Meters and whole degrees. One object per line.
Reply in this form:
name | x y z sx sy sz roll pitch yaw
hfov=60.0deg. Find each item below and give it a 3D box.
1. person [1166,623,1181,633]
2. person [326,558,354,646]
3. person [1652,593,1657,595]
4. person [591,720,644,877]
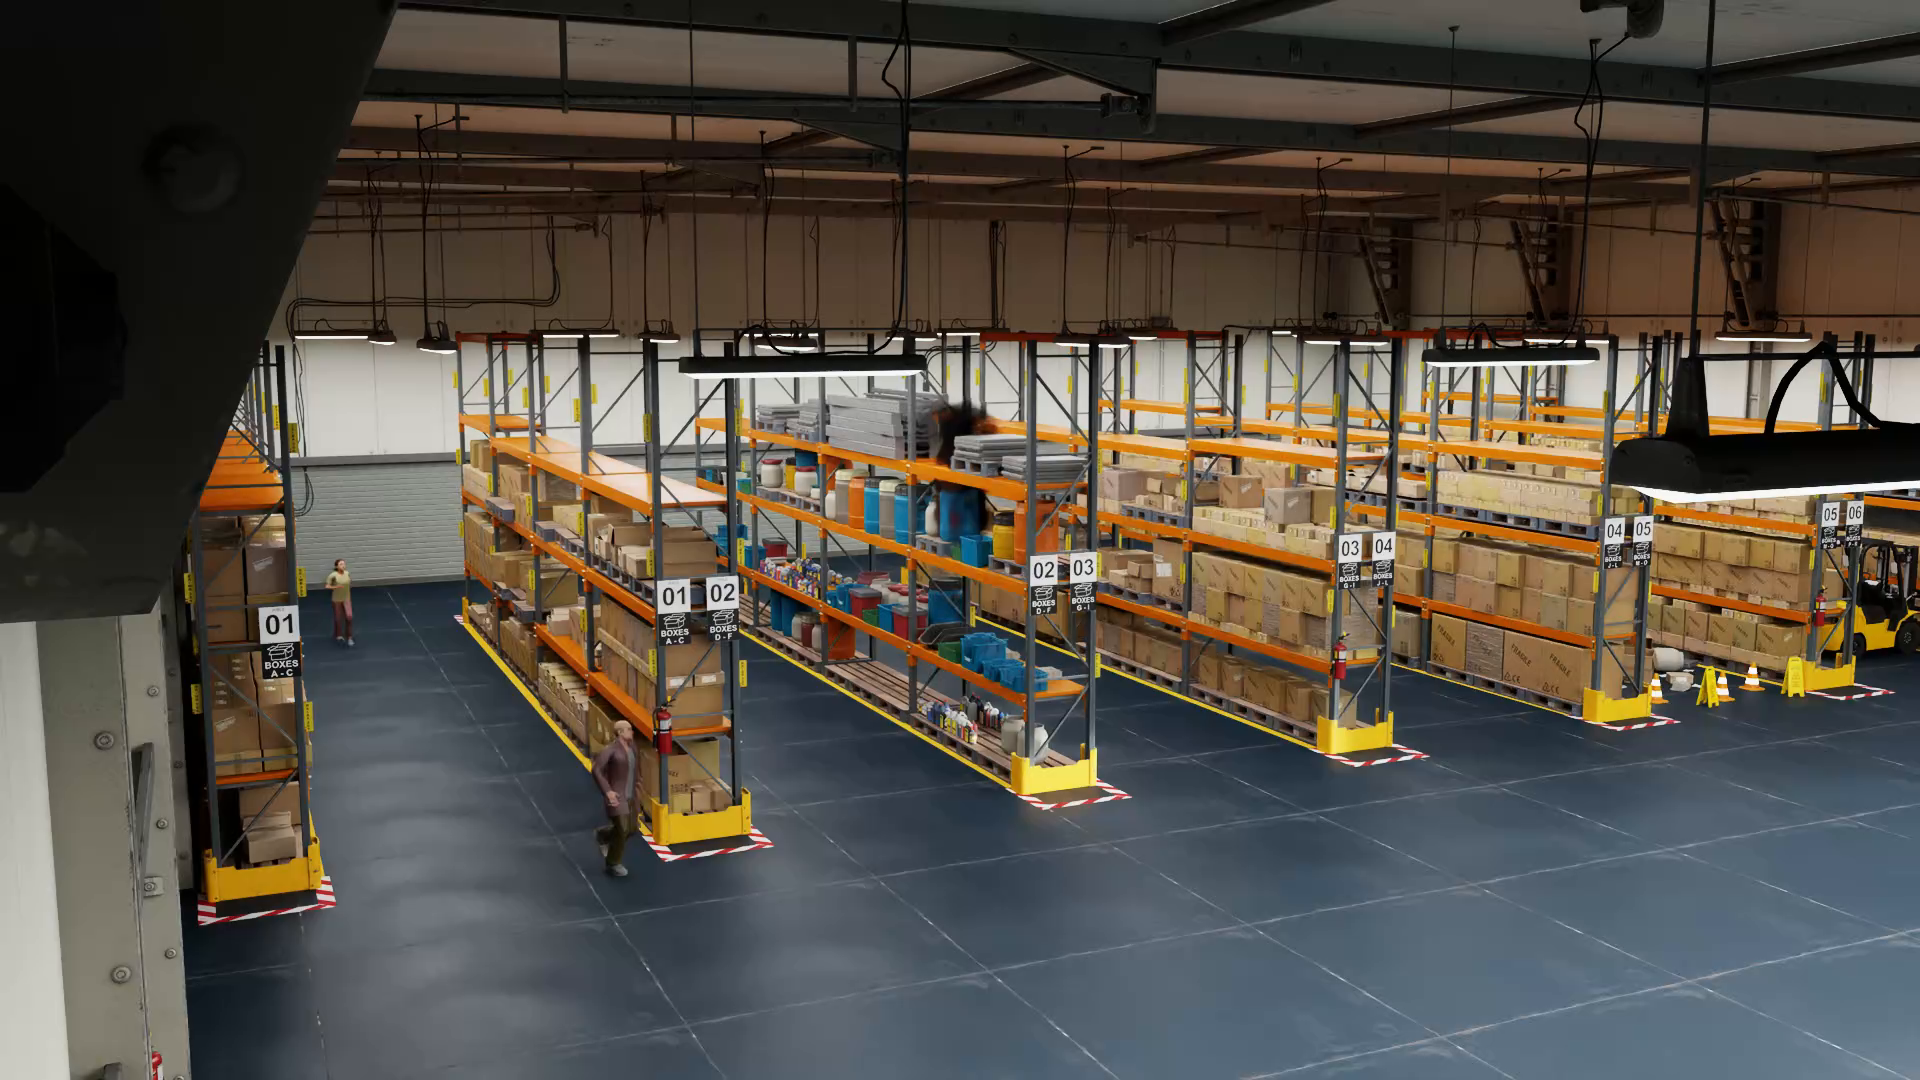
person | 4.230 1.186 32.083 0.694 1.672 0.569 -2 8 -13
person | -11.952 1.204 32.054 0.548 1.728 0.721 -6 10 -39
person | 14.361 0.909 33.983 0.696 1.720 0.834 -6 10 -37
person | -3.947 2.926 19.127 0.676 1.716 0.745 5 9 30
